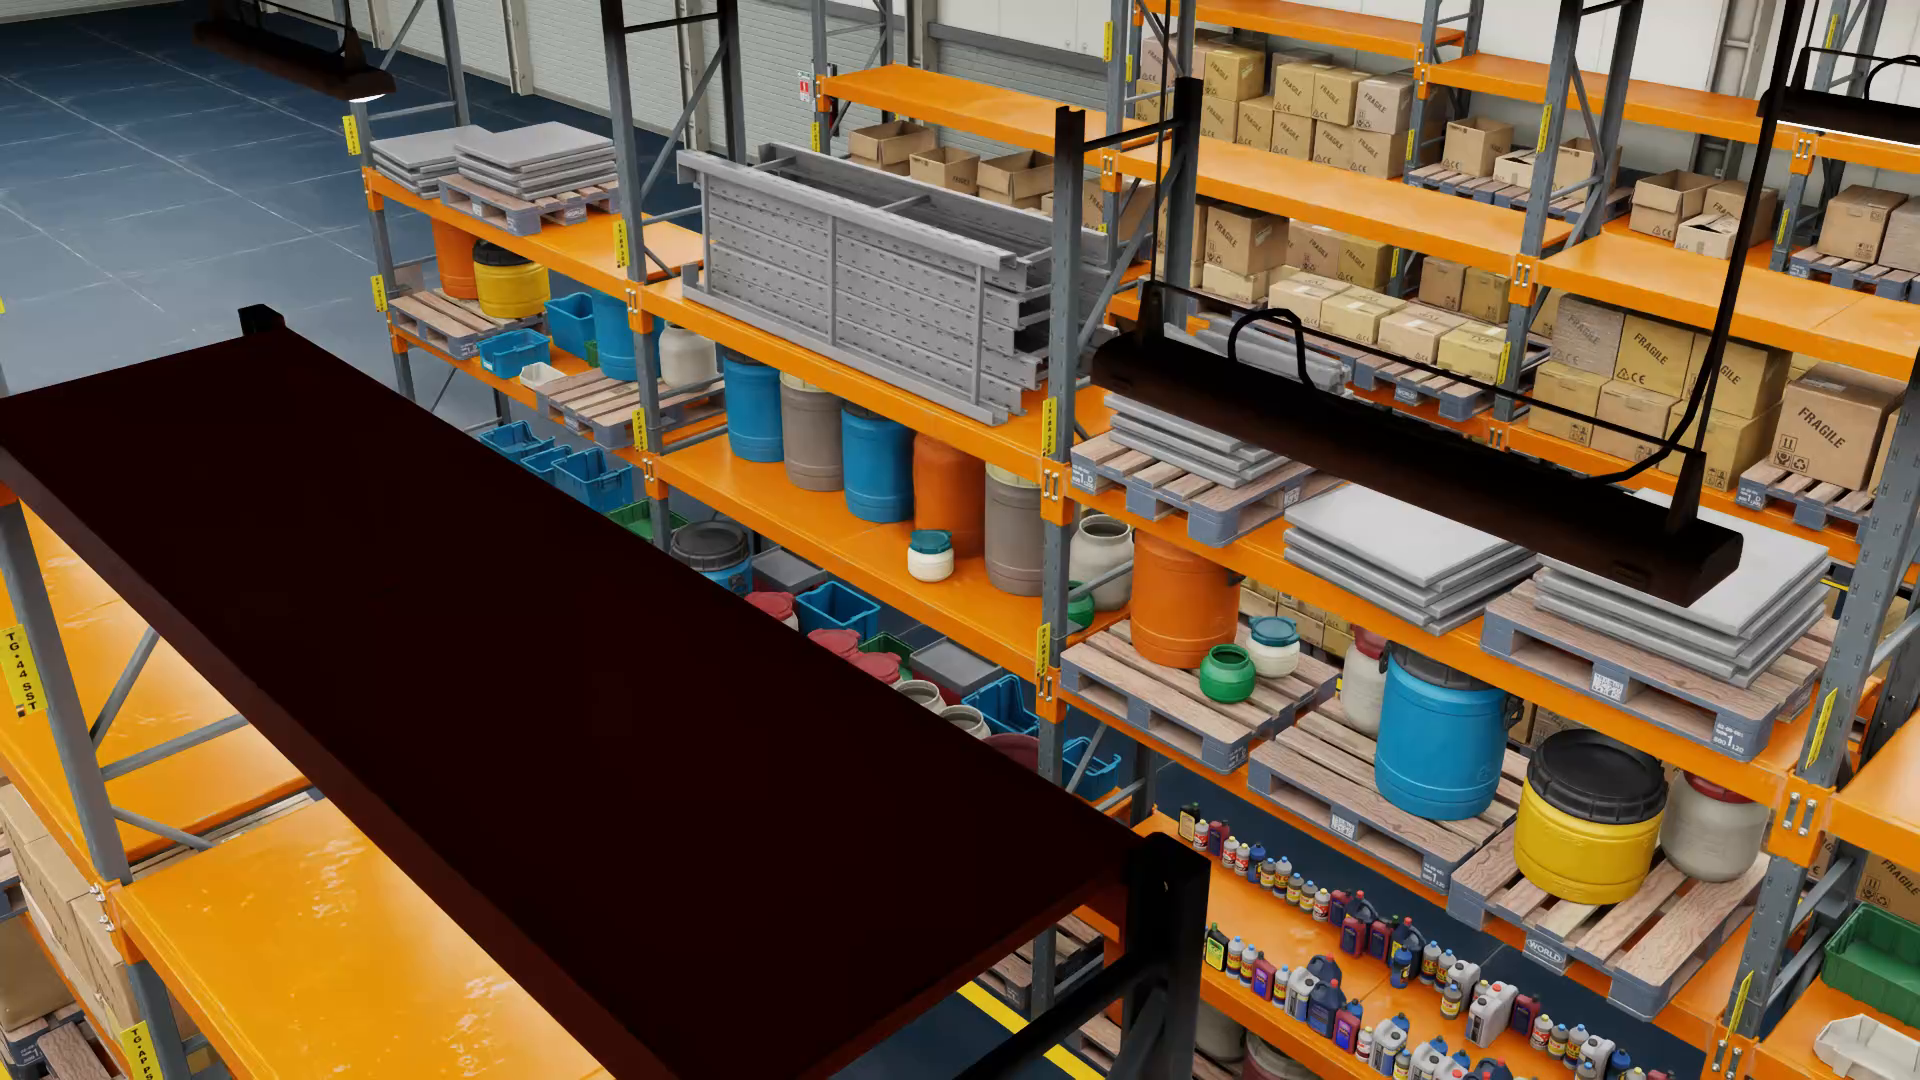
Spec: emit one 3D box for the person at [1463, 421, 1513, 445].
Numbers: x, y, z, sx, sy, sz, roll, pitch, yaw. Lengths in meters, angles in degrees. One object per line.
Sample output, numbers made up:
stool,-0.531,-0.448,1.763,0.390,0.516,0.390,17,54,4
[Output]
person,5.235,-0.834,16.638,0.505,1.659,0.457,-16,32,-27
